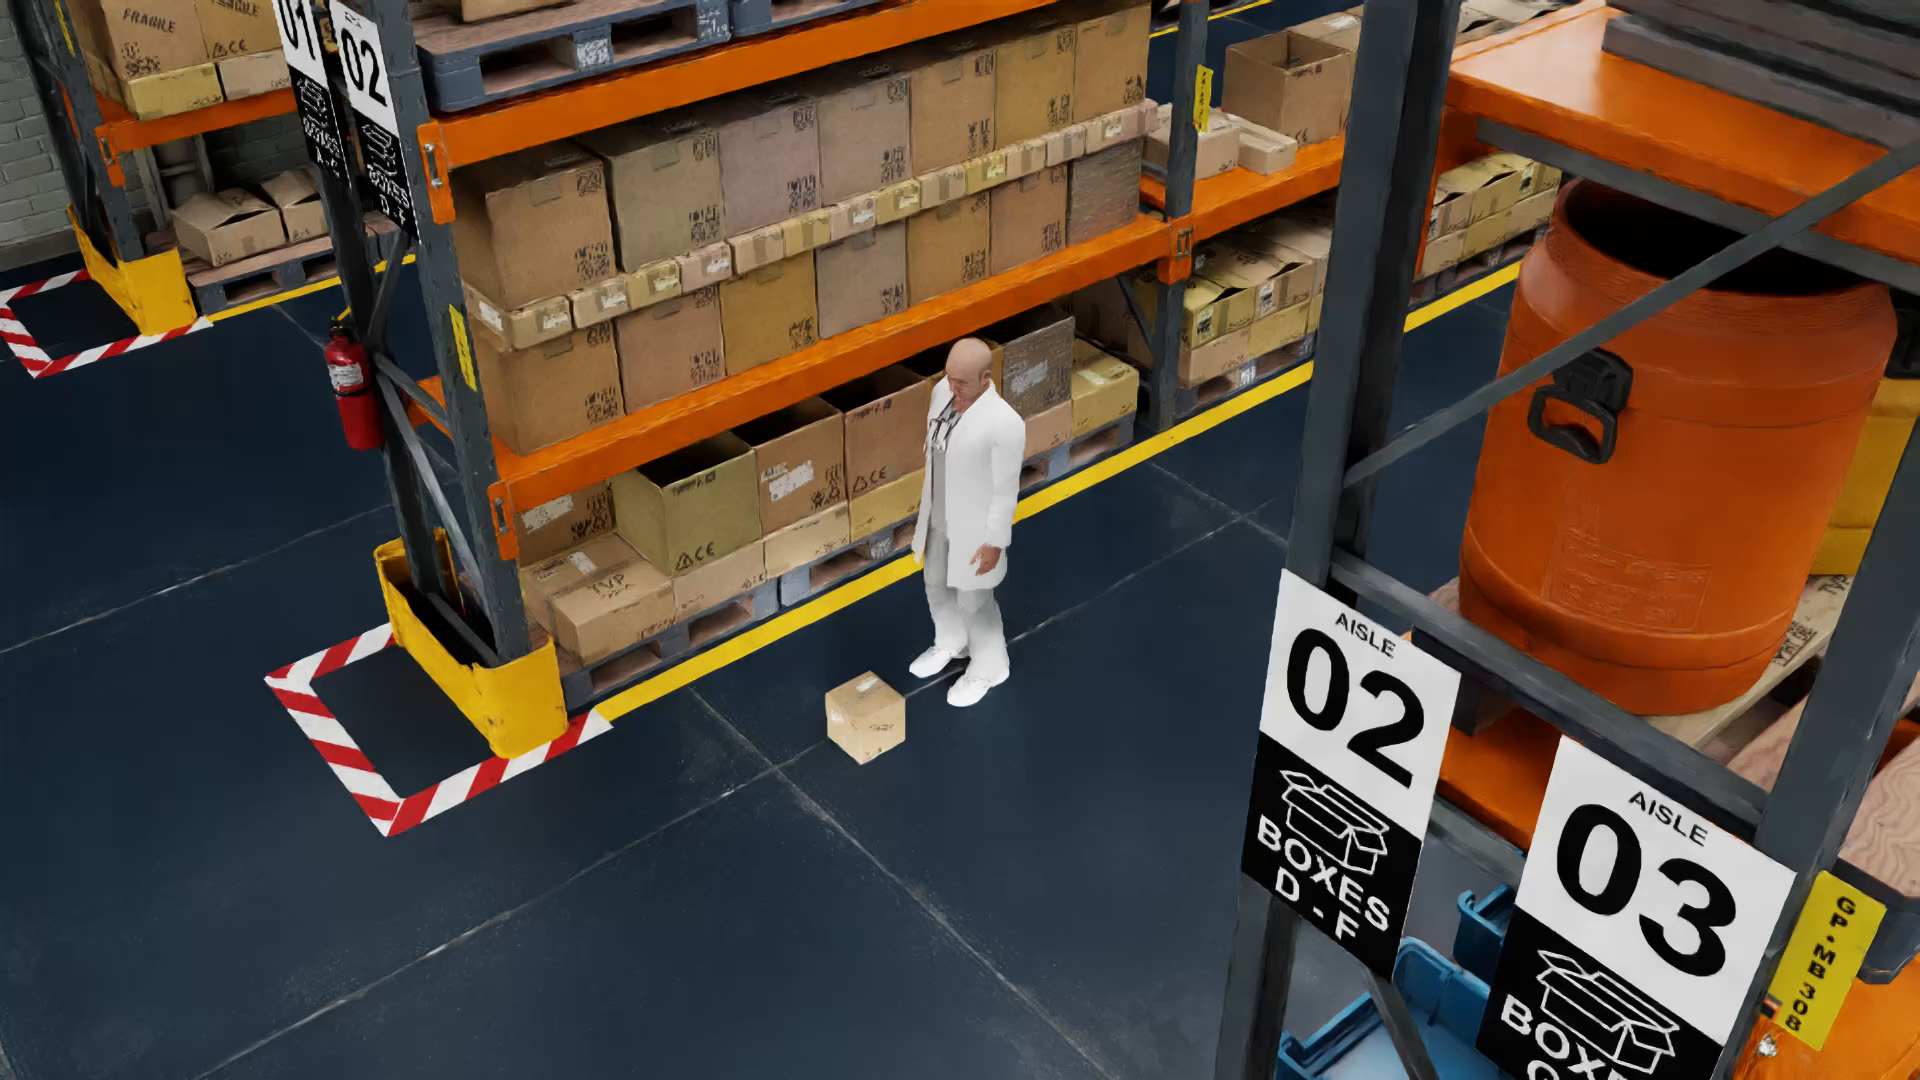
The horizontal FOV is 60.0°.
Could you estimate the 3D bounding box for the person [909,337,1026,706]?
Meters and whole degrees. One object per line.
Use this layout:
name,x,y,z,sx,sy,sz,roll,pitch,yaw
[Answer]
person,0.021,-0.077,7.208,0.378,1.774,0.562,-25,42,-31
